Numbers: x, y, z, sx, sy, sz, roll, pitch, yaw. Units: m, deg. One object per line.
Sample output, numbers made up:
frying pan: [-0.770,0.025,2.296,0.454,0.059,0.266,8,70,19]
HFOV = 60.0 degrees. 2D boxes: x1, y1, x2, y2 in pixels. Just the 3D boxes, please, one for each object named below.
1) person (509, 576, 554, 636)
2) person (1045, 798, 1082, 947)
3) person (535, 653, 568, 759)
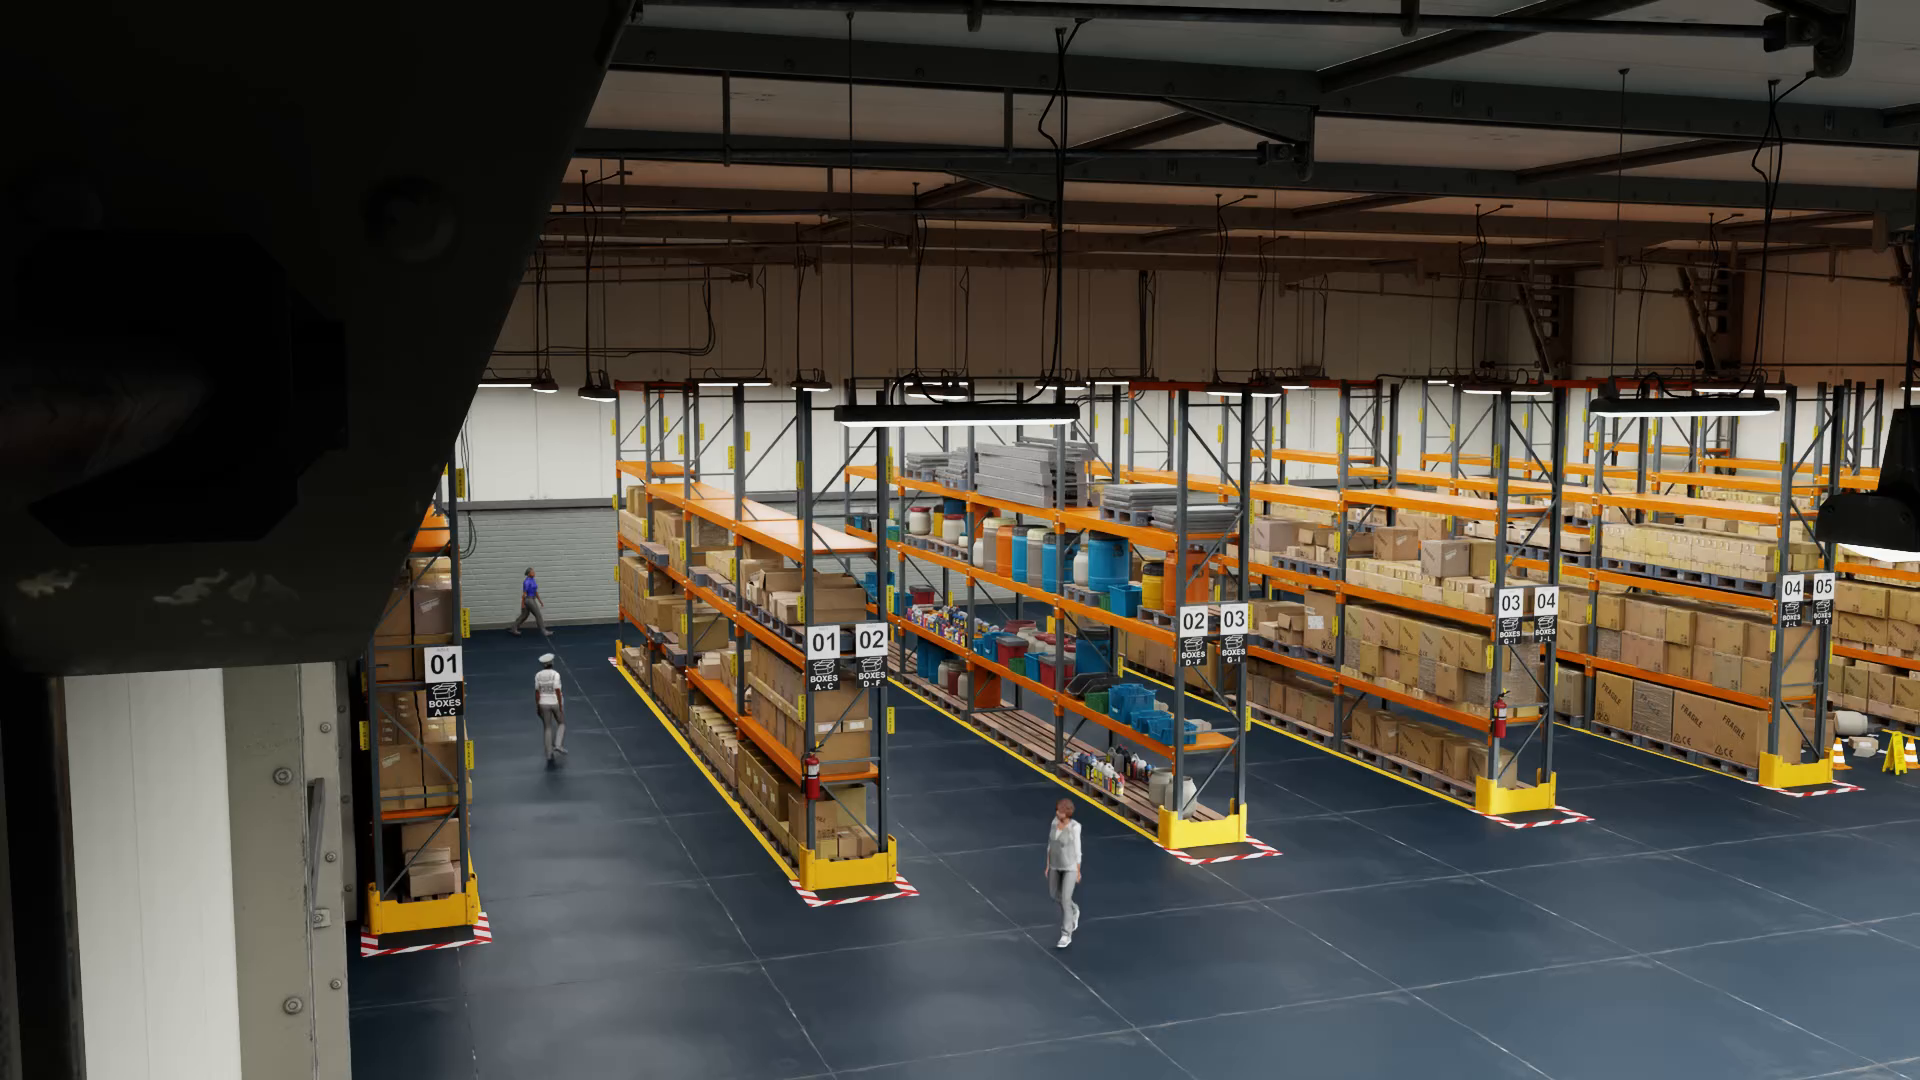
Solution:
person: [-9.987,1.536,38.697,1.031,1.403,0.424,-1,6,-10]
person: [1.175,3.603,18.277,0.382,1.595,0.655,5,8,41]
person: [-6.570,2.667,26.709,0.493,1.672,0.452,-1,6,-6]
